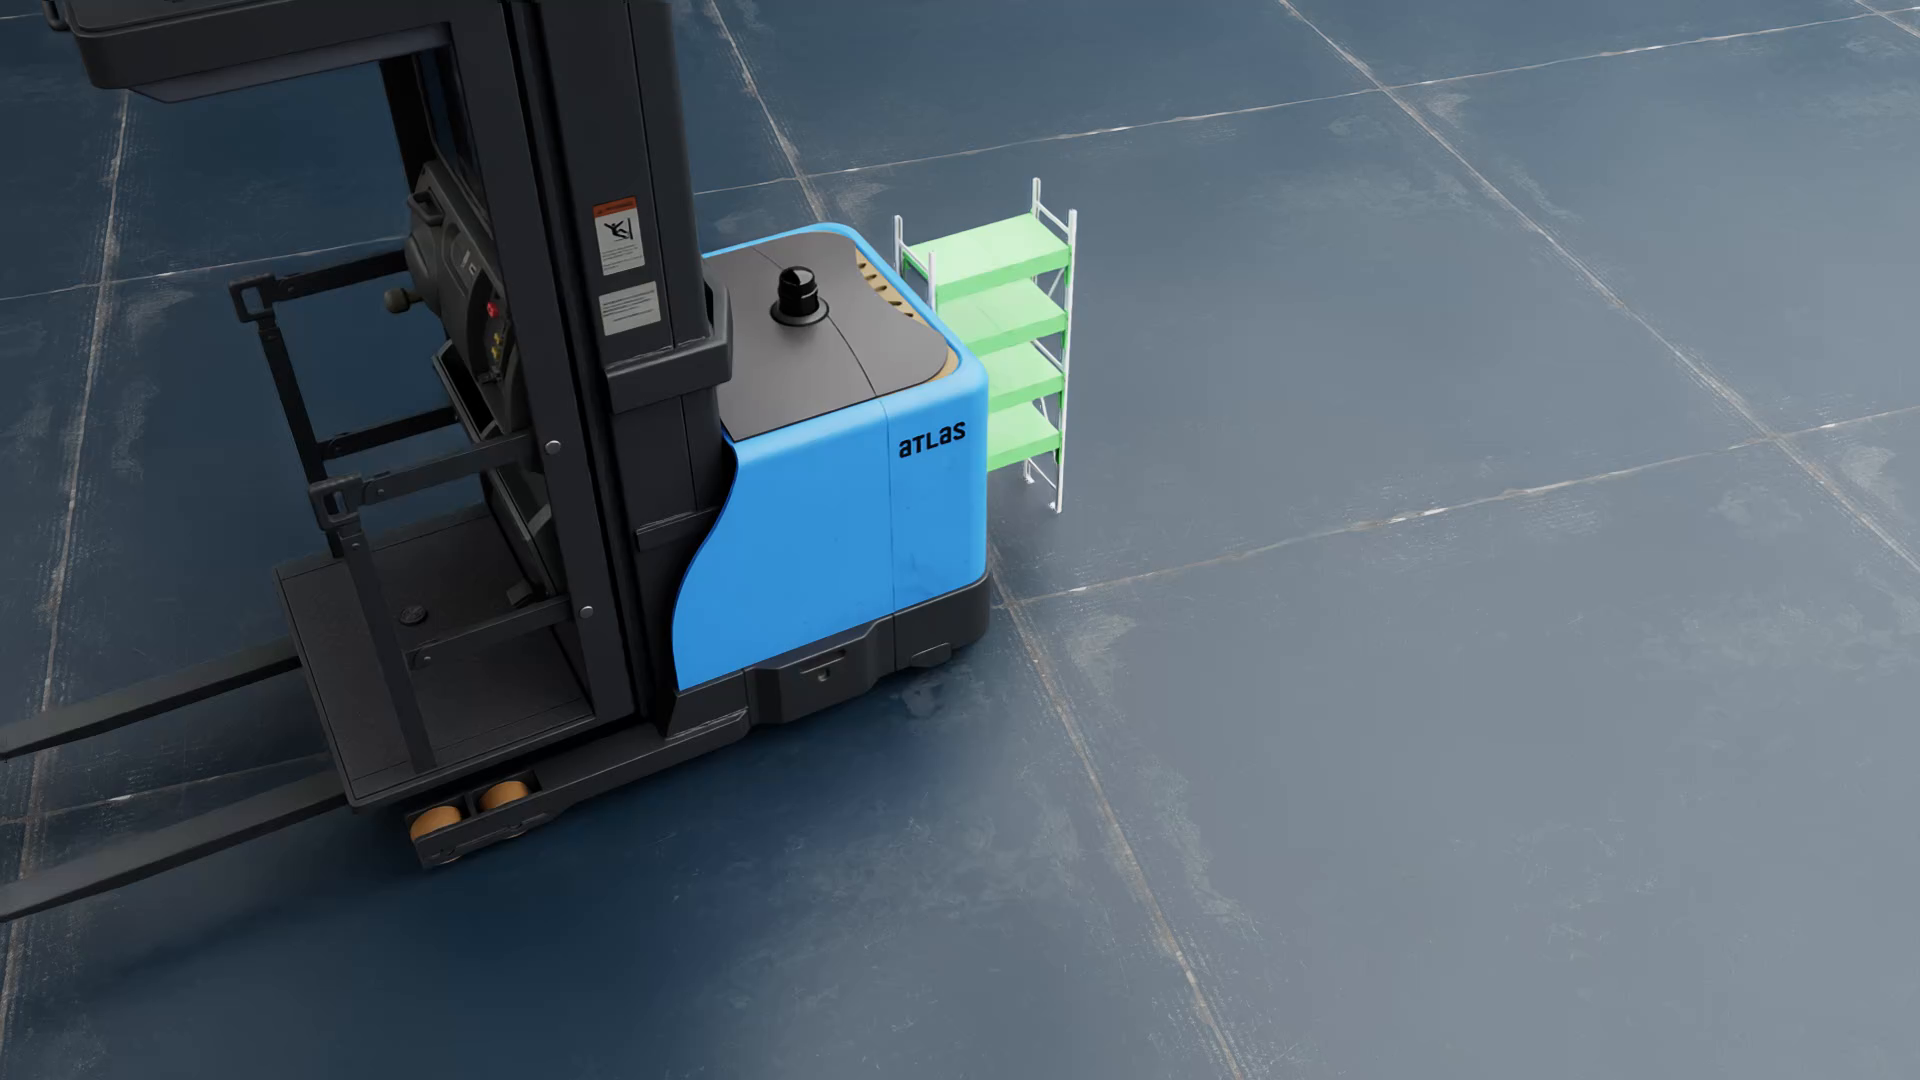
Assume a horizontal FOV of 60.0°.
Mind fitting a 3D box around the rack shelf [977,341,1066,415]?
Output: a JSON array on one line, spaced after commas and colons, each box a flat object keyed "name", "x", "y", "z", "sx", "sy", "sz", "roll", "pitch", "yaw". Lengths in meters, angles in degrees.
[{"name": "rack shelf", "x": 0.079, "y": -0.492, "z": 5.498, "sx": 0.480, "sy": 0.148, "sz": 0.258, "roll": -20, "pitch": 45, "yaw": -21}]

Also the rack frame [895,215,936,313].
[{"name": "rack frame", "x": -0.136, "y": -0.463, "z": 5.368, "sx": 0.015, "sy": 1.200, "sz": 0.240, "roll": -20, "pitch": 45, "yaw": -21}]

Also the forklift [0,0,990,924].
[{"name": "forklift", "x": -1.449, "y": -0.588, "z": 4.196, "sx": 3.031, "sy": 2.935, "sz": 1.130, "roll": -20, "pitch": 45, "yaw": -21}]

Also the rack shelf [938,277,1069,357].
[{"name": "rack shelf", "x": 0.079, "y": -0.673, "z": 5.340, "sx": 0.480, "sy": 0.148, "sz": 0.258, "roll": -20, "pitch": 45, "yaw": -21}]

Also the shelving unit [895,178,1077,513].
[{"name": "shelving unit", "x": 0.079, "y": -0.540, "z": 5.456, "sx": 0.503, "sy": 1.200, "sz": 0.258, "roll": -20, "pitch": 45, "yaw": -21}]

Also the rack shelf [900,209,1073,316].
[{"name": "rack shelf", "x": 0.079, "y": -0.853, "z": 5.182, "sx": 0.480, "sy": 0.148, "sz": 0.258, "roll": -20, "pitch": 45, "yaw": -21}]

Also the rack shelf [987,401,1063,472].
[{"name": "rack shelf", "x": 0.079, "y": -0.311, "z": 5.656, "sx": 0.480, "sy": 0.148, "sz": 0.258, "roll": -20, "pitch": 45, "yaw": -21}]

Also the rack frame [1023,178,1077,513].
[{"name": "rack frame", "x": 0.293, "y": -0.617, "z": 5.544, "sx": 0.015, "sy": 1.200, "sz": 0.240, "roll": -20, "pitch": 45, "yaw": -21}]
